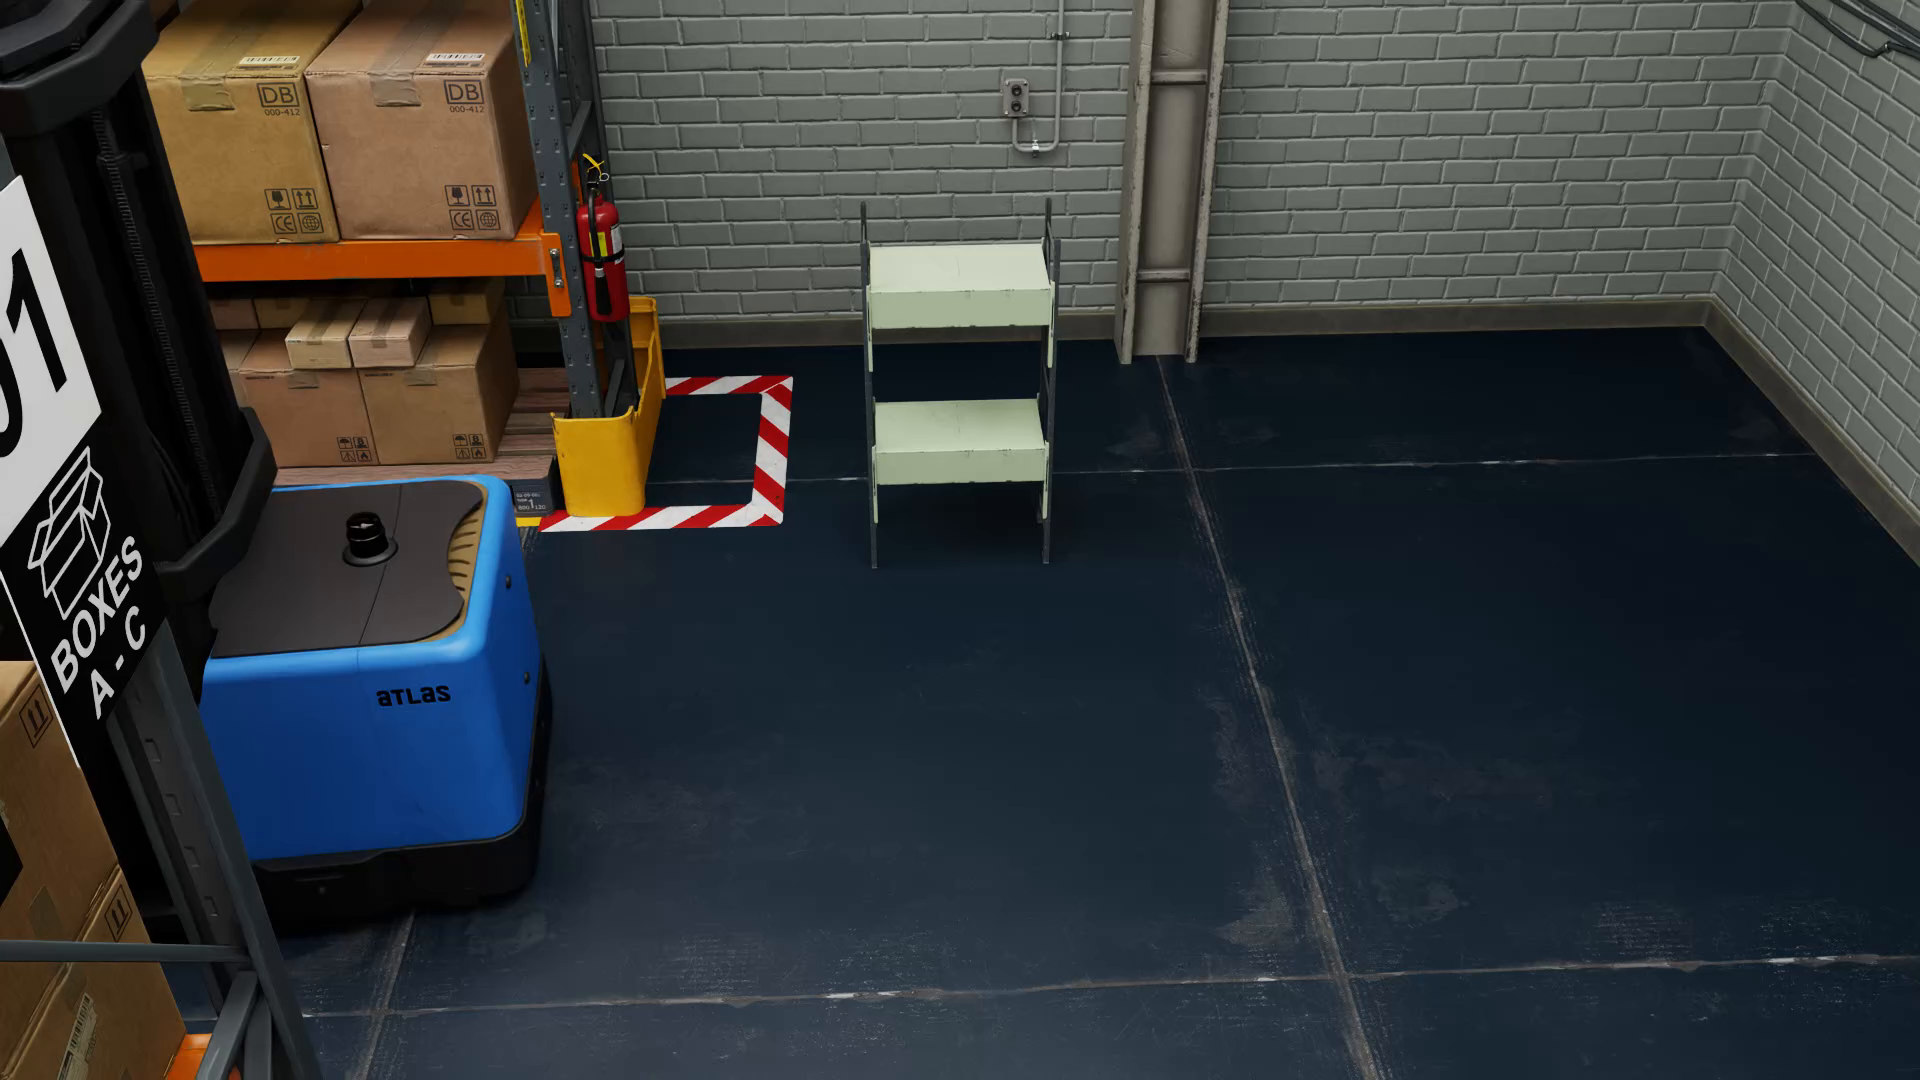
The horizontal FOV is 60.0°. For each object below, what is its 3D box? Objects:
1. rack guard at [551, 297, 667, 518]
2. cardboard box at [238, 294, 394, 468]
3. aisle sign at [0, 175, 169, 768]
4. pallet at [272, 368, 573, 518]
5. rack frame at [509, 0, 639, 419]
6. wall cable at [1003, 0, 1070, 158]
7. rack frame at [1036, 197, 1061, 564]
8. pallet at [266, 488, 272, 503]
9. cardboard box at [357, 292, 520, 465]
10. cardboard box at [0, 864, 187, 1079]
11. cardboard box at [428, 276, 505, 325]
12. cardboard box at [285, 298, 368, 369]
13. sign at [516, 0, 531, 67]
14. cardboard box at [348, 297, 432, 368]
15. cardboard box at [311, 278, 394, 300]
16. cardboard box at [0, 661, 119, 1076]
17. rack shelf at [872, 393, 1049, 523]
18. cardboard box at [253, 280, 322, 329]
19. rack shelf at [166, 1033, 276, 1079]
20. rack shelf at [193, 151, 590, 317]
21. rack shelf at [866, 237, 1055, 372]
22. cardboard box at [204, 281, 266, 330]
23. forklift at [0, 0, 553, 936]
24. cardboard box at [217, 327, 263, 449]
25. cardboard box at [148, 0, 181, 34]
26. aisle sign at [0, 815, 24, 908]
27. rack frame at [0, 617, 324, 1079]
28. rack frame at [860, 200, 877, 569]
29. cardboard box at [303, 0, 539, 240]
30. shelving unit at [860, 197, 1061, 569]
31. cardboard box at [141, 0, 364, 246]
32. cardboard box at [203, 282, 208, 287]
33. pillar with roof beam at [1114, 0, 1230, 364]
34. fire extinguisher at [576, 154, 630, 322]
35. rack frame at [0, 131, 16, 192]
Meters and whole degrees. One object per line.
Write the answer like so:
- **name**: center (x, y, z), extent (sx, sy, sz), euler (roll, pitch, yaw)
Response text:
- **rack guard**: center (-1.615, -0.641, 7.737), extent (0.348, 0.500, 1.175), euler (-2, 35, -2)
- **cardboard box**: center (-2.833, -0.724, 7.488), extent (0.500, 0.500, 0.700), euler (-2, 35, -2)
- **aisle sign**: center (-1.346, -0.090, 2.460), extent (0.004, 0.787, 0.394), euler (-2, 35, -2)
- **pallet**: center (-2.434, -0.456, 7.723), extent (1.213, 0.211, 1.003), euler (-2, 35, -2)
- **rack frame**: center (-1.639, -1.668, 7.025), extent (0.127, 3.000, 1.000), euler (-2, 35, -2)
- **wall cable**: center (-0.404, -2.658, 7.563), extent (1.851, 1.984, 0.084), euler (-2, 35, -2)
- **rack frame**: center (0.359, -0.626, 6.837), extent (0.023, 1.500, 0.400), euler (-2, 35, -2)
- **pallet**: center (-3.649, -0.425, 7.678), extent (1.213, 0.211, 1.003), euler (-2, 35, -2)
- **cardboard box**: center (-2.333, -0.737, 7.507), extent (0.500, 0.500, 0.700), euler (-2, 35, -2)
- **cardboard box**: center (-1.856, 0.968, 3.127), extent (0.500, 0.500, 0.500), euler (-1, 35, -1)
- **cardboard box**: center (-2.218, -1.121, 7.492), extent (0.250, 0.149, 0.380), euler (-1, 35, -2)
- **cardboard box**: center (-2.708, -0.890, 7.157), extent (0.250, 0.149, 0.380), euler (-1, 35, -1)
- **sign**: center (-1.627, -1.933, 6.182), extent (0.005, 0.325, 0.100), euler (-2, 35, -2)
- **cardboard box**: center (-2.453, -0.897, 7.168), extent (0.250, 0.149, 0.380), euler (-2, 35, -3)
- **cardboard box**: center (-2.724, -1.107, 7.471), extent (0.250, 0.149, 0.380), euler (-1, 35, -2)
- **cardboard box**: center (-1.856, 0.557, 2.843), extent (0.500, 0.500, 0.500), euler (-1, 35, -1)
- **rack shelf**: center (-0.007, -0.348, 7.008), extent (0.720, 0.370, 0.431), euler (-2, 35, -2)
- **cardboard box**: center (-2.974, -1.101, 7.462), extent (0.250, 0.149, 0.380), euler (-1, 35, -2)
- **rack shelf**: center (-3.398, 1.497, 3.083), extent (4.000, 0.370, 1.077), euler (-2, 35, -2)
- **rack shelf**: center (-3.636, -1.319, 7.152), extent (4.000, 0.370, 1.077), euler (-2, 35, -2)
- **rack shelf**: center (-0.007, -0.937, 6.601), extent (0.720, 0.370, 0.431), euler (-2, 35, -2)
- **cardboard box**: center (-3.228, -1.093, 7.452), extent (0.250, 0.149, 0.380), euler (-1, 35, -2)
- **forklift**: center (-2.970, -0.176, 4.928), extent (3.031, 2.935, 1.130), euler (-4, 35, -6)
- **cardboard box**: center (-3.335, -0.710, 7.468), extent (0.500, 0.500, 0.700), euler (-3, 35, -4)
- **cardboard box**: center (-3.636, -1.731, 6.852), extent (0.700, 0.700, 0.980), euler (-3, 35, -5)
- **aisle sign**: center (-1.318, 0.251, 1.967), extent (0.004, 0.787, 0.394), euler (-2, 35, -2)
- **rack frame**: center (-1.400, 1.147, 2.956), extent (0.127, 3.000, 1.000), euler (-2, 35, -2)
- **rack frame**: center (-0.372, -0.607, 6.809), extent (0.023, 1.500, 0.400), euler (-2, 35, -2)
- **cardboard box**: center (-2.148, -1.772, 6.911), extent (0.700, 0.700, 0.980), euler (0, 35, 0)
- **shelving unit**: center (-0.007, -0.617, 6.823), extent (0.755, 1.500, 0.431), euler (-2, 35, -2)
- **cardboard box**: center (-2.874, -1.746, 6.874), extent (0.700, 0.700, 0.980), euler (-2, 35, -3)
- **cardboard box**: center (-3.484, -1.086, 7.441), extent (0.250, 0.149, 0.380), euler (-1, 35, -2)
- **pillar with roof beam**: center (1.221, -2.253, 2.597), extent (0.400, 9.000, 9.100), euler (-2, 35, -2)
- **fire extinguisher**: center (-1.466, -1.225, 6.780), extent (0.183, 0.674, 0.296), euler (-2, 35, -2)
- **rack frame**: center (-1.400, -1.320, 1.249), extent (0.127, 3.000, 1.000), euler (-2, 35, -2)
